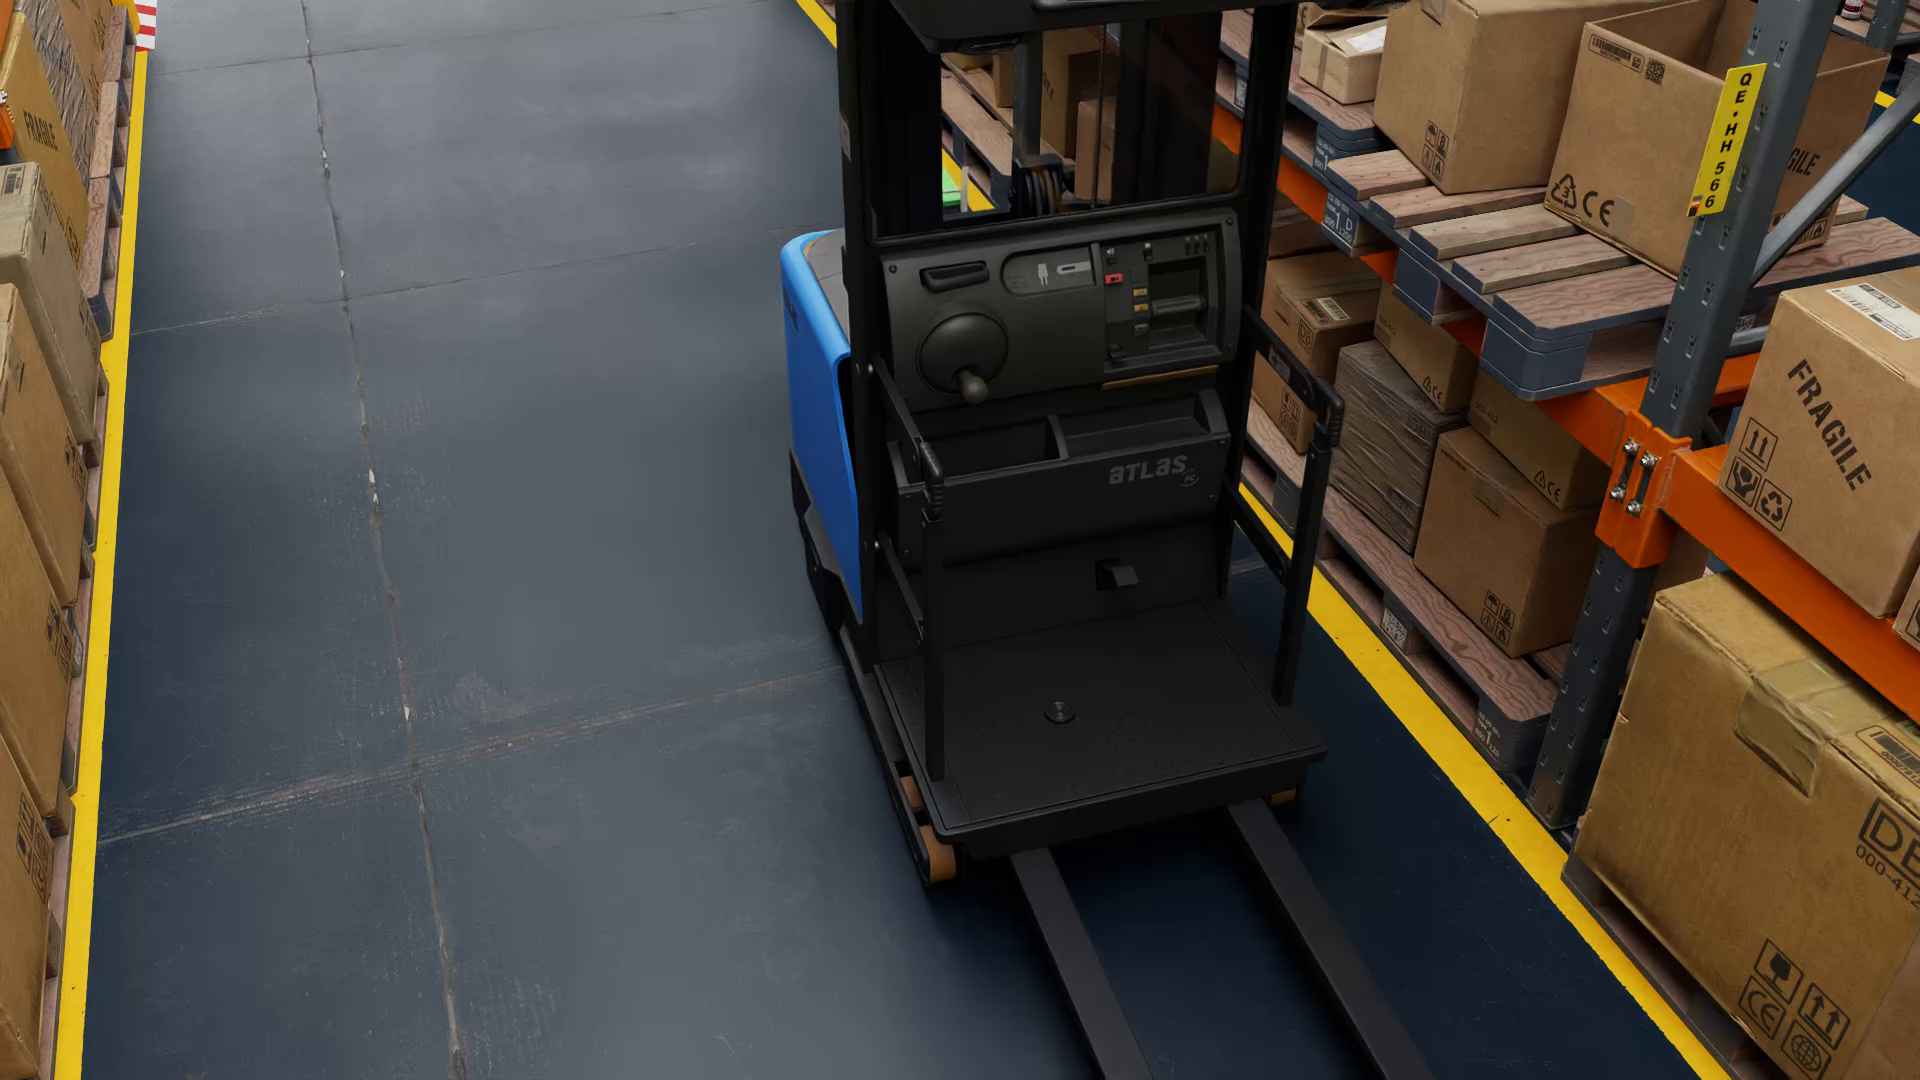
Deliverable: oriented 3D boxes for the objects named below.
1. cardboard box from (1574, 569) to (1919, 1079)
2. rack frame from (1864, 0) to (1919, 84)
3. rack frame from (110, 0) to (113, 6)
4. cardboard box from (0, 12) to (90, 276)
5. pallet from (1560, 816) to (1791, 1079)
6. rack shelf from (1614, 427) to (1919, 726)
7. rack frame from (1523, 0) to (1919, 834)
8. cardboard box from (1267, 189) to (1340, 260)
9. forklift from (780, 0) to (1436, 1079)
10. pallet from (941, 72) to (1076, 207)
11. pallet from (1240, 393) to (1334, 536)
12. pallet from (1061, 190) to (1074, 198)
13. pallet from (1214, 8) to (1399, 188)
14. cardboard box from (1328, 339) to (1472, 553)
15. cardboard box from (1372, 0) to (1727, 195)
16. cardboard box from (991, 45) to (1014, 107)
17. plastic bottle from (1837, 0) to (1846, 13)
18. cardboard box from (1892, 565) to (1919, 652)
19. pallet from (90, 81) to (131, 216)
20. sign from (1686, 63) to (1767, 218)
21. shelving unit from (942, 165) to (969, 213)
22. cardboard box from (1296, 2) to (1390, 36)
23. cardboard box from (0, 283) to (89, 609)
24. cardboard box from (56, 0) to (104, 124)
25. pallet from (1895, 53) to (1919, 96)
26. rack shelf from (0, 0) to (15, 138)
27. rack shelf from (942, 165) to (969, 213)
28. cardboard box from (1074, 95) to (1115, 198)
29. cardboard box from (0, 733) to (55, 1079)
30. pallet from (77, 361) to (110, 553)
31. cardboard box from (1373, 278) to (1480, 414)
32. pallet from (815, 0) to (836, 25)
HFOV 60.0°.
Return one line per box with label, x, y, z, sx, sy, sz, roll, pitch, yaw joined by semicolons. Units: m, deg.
cardboard box;2.320;0.561;3.930;1.225;0.875;0.875;-14;39;-18
rack frame;5.376;-3.800;8.301;1.000;3.000;0.127;-12;39;-16
rack frame;-5.343;-4.064;8.652;1.000;3.000;0.127;-12;39;-16
cardboard box;-4.117;-1.493;6.656;0.875;0.875;0.875;-12;39;-15
pallet;2.302;1.060;4.167;1.003;0.211;1.213;-12;39;-16
rack shelf;2.790;0.903;2.657;1.077;0.370;4.000;-12;39;-16
rack frame;2.102;-0.515;3.940;1.000;3.000;0.127;-12;39;-16
cardboard box;1.256;-1.011;6.311;0.700;0.500;0.500;-16;40;-20
forklift;0.331;-0.510;3.991;1.130;2.935;3.031;-10;38;-13
pallet;0.461;-2.032;8.273;1.003;0.211;1.213;-12;39;-16
pallet;1.418;-0.531;6.279;1.003;0.211;1.213;-12;39;-16
pallet;0.994;-1.221;7.195;1.003;0.211;1.213;-12;39;-16
pallet;1.382;-1.548;5.471;1.003;0.211;1.213;-12;39;-16
cardboard box;1.649;-0.377;5.469;0.700;0.500;0.500;-16;40;-20
cardboard box;1.592;-1.314;4.569;0.700;0.500;0.500;-7;38;-9
cardboard box;0.421;-2.500;8.304;0.500;0.500;0.500;-1;37;-1
plastic bottle;4.900;-3.094;9.256;0.061;0.283;0.133;-11;38;-14
cardboard box;2.193;0.067;3.084;0.500;0.500;0.500;-13;39;-17
pallet;-4.579;-1.827;8.000;1.003;0.211;1.213;-12;39;-16
sign;1.595;-0.828;3.459;0.100;0.325;0.005;-12;39;-16
shelving unit;-0.163;-0.847;5.878;0.258;1.200;0.503;-10;38;-13
cardboard box;1.408;-2.023;5.508;0.797;0.503;0.637;-9;38;-11
cardboard box;-3.340;-0.196;5.038;1.050;0.750;0.750;-12;39;-16
cardboard box;-4.743;-2.517;8.015;0.875;0.875;0.875;-13;39;-17
pallet;5.682;-2.250;8.562;1.003;0.211;1.213;-12;39;-16
rack shelf;-4.655;-2.647;7.369;1.077;0.370;4.000;-12;39;-16
rack shelf;-0.163;-1.180;5.627;0.258;0.148;0.480;-10;38;-13
cardboard box;0.916;-1.600;7.093;0.700;0.500;0.500;-15;40;-19
cardboard box;-2.715;0.823;3.684;1.050;0.750;0.750;-13;39;-17
pallet;-3.630;-0.270;5.933;1.003;0.211;1.213;-12;39;-16
cardboard box;1.651;-0.661;5.223;0.500;0.250;0.500;-8;38;-11
pallet;-0.379;-3.411;10.103;1.003;0.211;1.213;-12;39;-16
